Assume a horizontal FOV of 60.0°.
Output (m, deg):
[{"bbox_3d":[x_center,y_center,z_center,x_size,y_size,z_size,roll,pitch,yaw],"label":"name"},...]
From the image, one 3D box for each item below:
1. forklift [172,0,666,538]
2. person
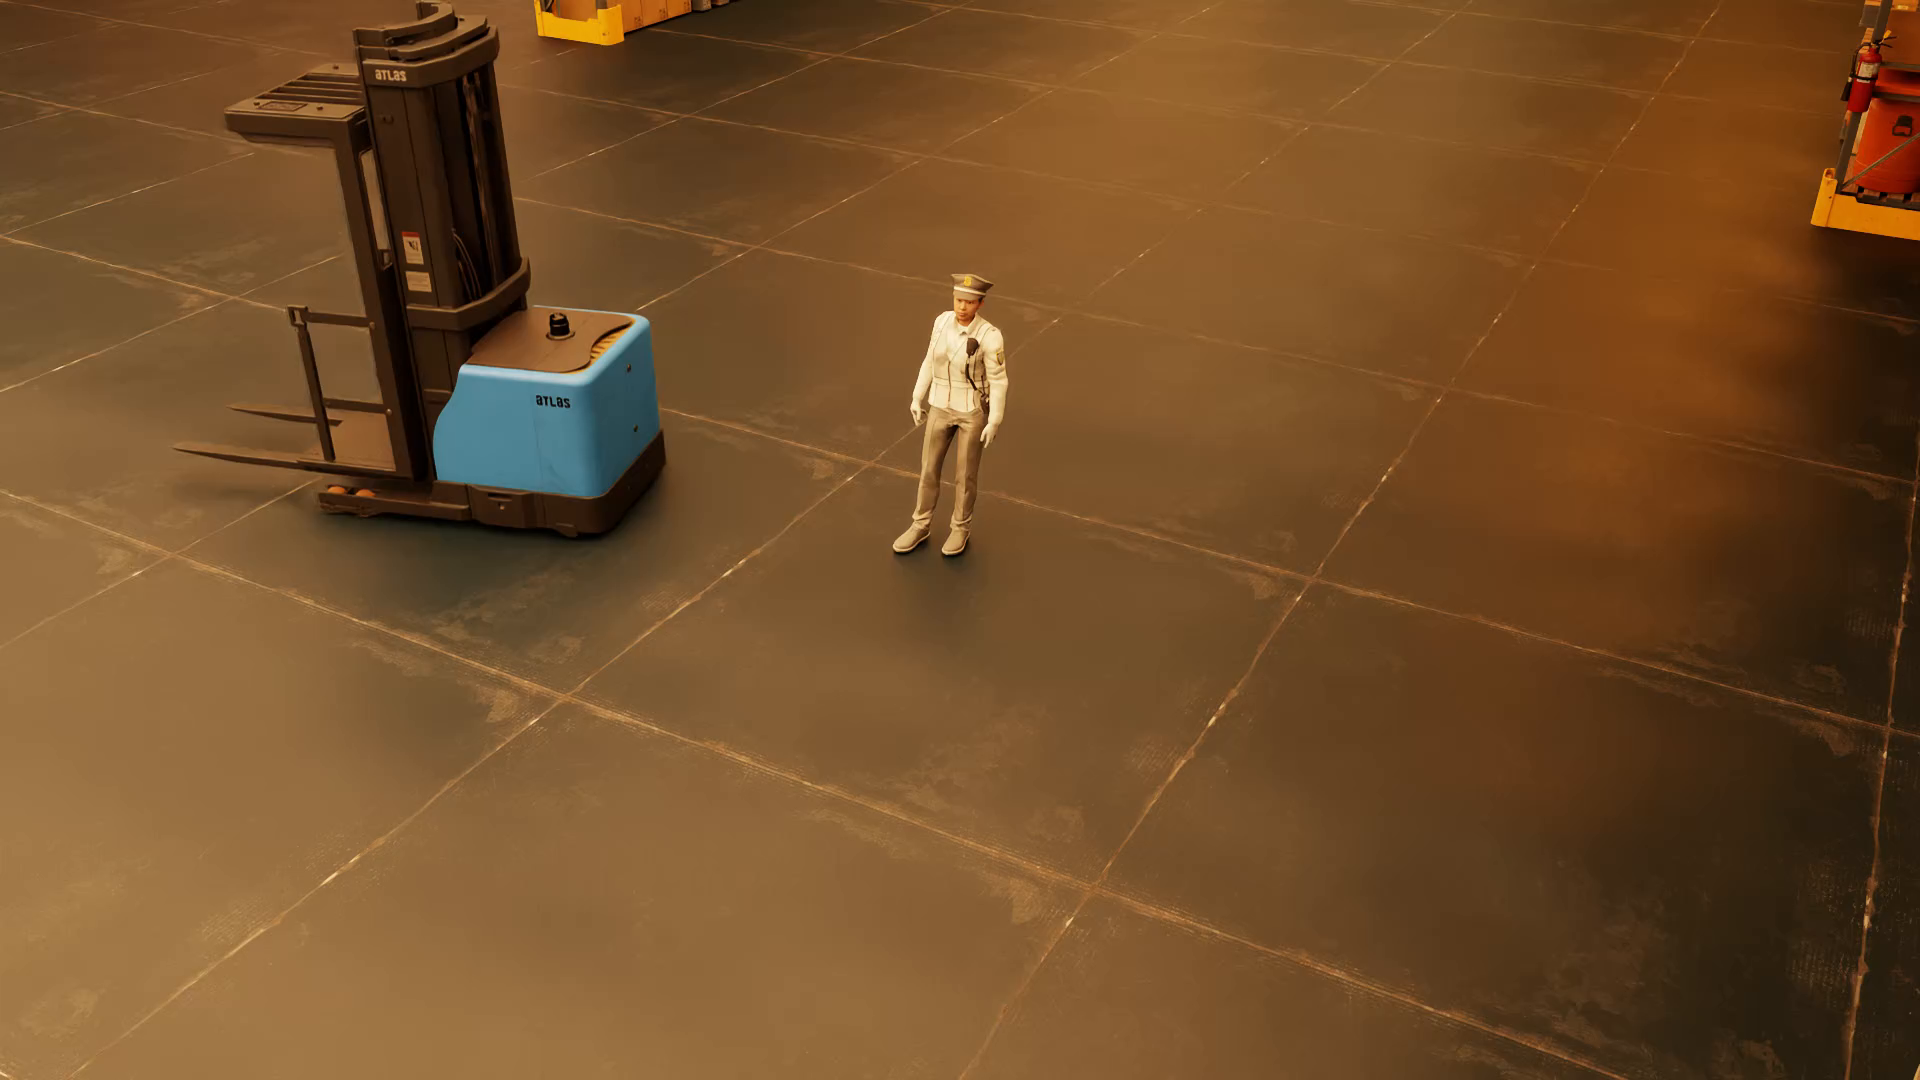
[{"bbox_3d":[-3.469,-1.660,9.946,3.031,2.935,1.130,7,31,11],"label":"forklift"},{"bbox_3d":[-0.039,-0.712,9.526,0.587,1.695,0.531,15,33,25],"label":"person"}]
